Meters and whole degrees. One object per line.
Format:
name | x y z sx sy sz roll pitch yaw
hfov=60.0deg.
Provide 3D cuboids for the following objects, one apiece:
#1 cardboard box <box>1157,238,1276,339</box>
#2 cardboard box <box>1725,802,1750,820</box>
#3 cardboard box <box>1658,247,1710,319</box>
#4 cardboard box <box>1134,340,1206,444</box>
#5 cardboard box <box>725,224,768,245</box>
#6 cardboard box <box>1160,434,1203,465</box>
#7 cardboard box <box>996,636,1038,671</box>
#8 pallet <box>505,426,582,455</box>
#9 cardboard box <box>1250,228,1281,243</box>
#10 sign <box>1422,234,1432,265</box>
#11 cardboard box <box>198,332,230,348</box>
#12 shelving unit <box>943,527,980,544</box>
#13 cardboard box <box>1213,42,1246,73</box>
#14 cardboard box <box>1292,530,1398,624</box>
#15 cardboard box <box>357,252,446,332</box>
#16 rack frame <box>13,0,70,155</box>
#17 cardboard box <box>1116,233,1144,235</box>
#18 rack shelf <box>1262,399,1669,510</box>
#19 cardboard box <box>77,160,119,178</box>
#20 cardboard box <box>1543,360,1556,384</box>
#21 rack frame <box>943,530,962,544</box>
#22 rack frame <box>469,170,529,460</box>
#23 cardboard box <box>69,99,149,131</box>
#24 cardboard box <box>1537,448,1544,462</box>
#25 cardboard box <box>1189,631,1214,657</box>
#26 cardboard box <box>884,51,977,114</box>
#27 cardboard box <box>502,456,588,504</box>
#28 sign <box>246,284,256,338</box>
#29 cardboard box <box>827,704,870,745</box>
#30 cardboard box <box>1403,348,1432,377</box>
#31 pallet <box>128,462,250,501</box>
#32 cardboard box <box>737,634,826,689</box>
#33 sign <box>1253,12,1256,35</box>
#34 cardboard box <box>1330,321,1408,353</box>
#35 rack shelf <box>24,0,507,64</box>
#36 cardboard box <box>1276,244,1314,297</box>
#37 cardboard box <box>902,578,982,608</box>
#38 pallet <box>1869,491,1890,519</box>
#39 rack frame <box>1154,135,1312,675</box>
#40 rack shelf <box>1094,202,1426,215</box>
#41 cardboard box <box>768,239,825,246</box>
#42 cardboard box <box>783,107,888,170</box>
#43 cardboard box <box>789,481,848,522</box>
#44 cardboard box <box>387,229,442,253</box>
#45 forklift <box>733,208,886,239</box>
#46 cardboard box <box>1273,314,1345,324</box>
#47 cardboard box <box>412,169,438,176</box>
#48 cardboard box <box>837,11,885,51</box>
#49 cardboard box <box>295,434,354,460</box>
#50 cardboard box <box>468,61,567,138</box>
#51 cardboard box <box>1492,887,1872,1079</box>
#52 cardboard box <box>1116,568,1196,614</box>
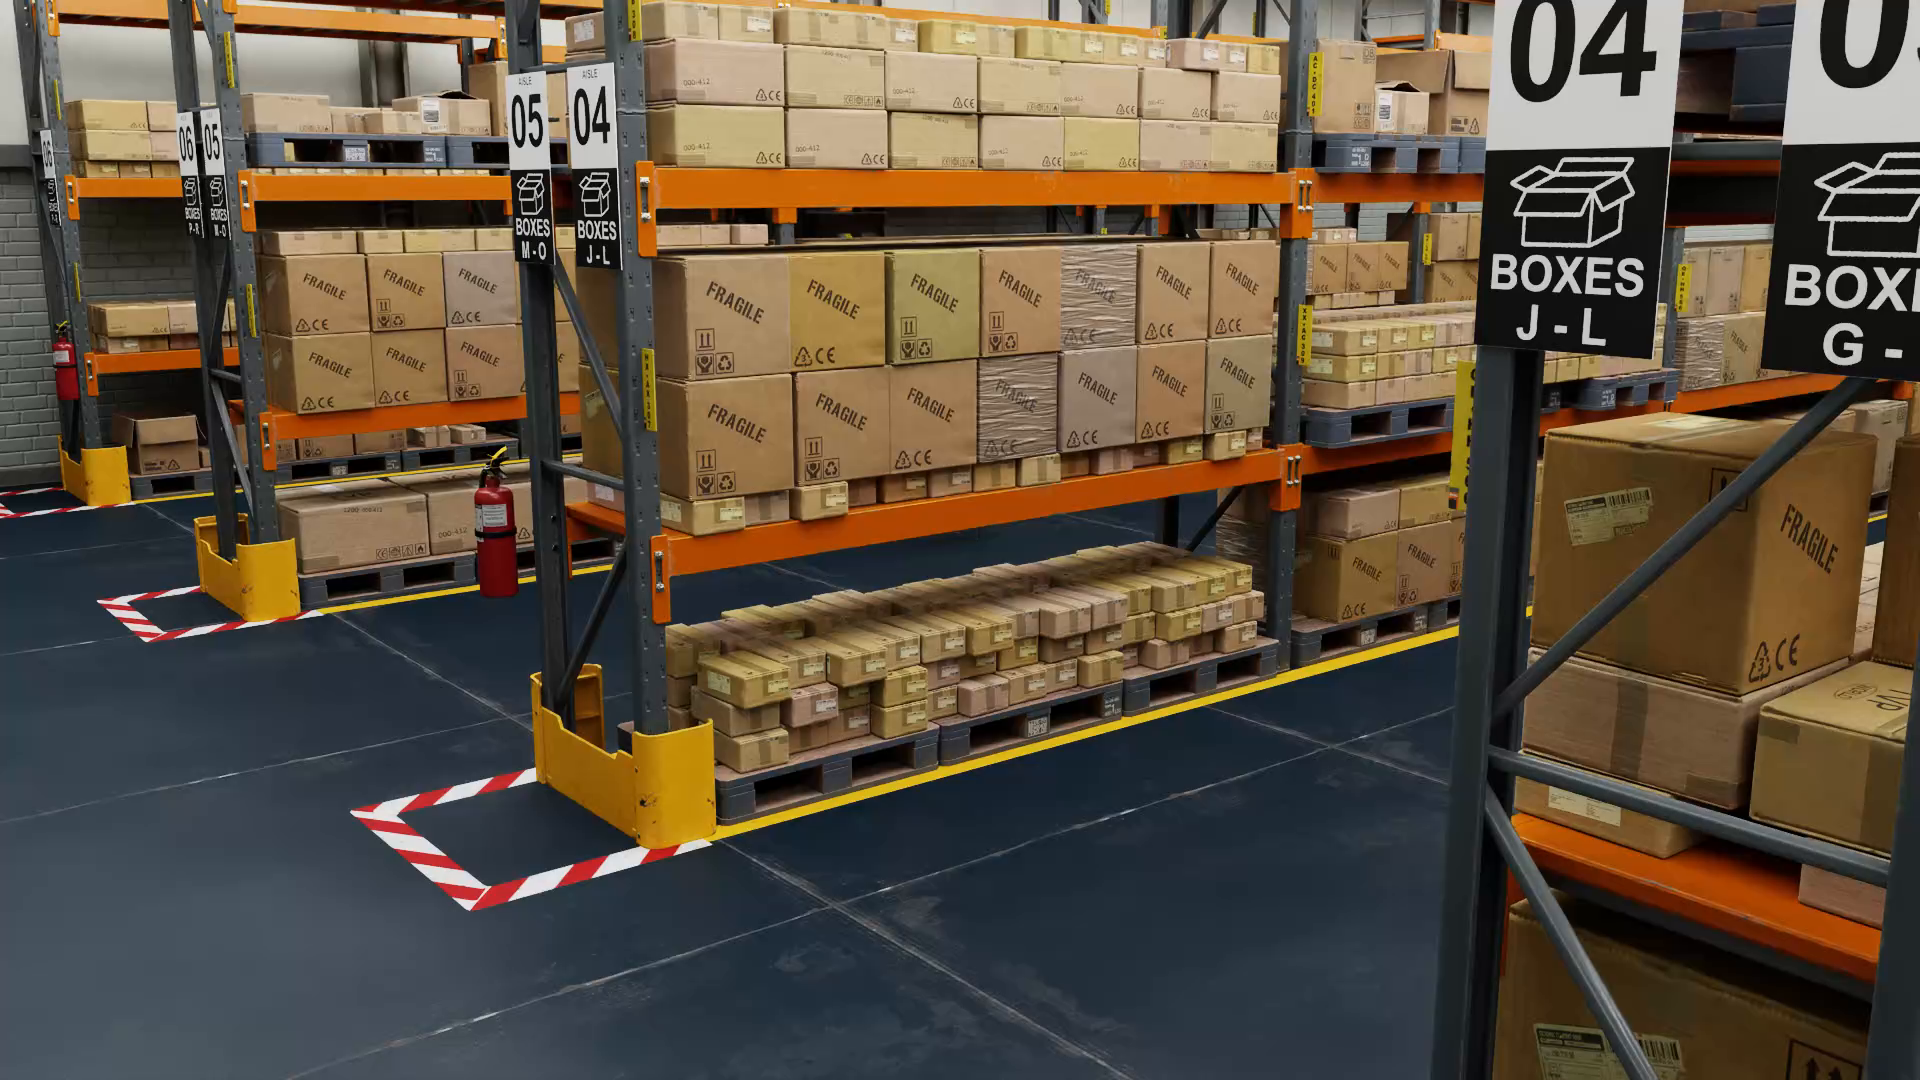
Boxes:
cardboard box | 1.340 -1.363 8.964 0.500 0.500 0.500 -10 16 -40
cardboard box | 1.709 0.541 3.964 0.250 0.149 0.380 -9 15 -37
cardboard box | 5.019 -1.898 12.200 0.500 0.500 0.700 -10 15 -38
cardboard box | 0.931 -0.803 8.734 0.500 0.500 0.500 -10 16 -39
cardboard box | -1.674 -2.338 12.709 0.250 0.149 0.380 -10 15 -39
cardboard box | 1.083 -0.511 8.918 0.250 0.149 0.380 -9 15 -35
cardboard box | 0.189 0.538 8.509 0.250 0.149 0.380 -9 15 -35
pallet | -4.125 -1.127 17.927 1.213 0.211 1.003 -9 15 -38
cardboard box | 3.242 -3.168 17.299 0.250 0.149 0.380 -8 15 -35
sign | 4.964 -3.089 17.669 0.005 0.325 0.100 -9 15 -38
cardboard box | -6.843 -1.838 15.170 0.250 0.149 0.380 -9 15 -36
shelving unit | 0.011 -0.589 13.013 0.189 1.200 0.258 -9 15 -38
cardboard box | 1.265 -2.497 8.644 0.250 0.149 0.380 -9 15 -36
cardboard box | 2.281 0.180 10.068 0.500 0.500 0.500 -9 15 -35
cardboard box | -3.804 -1.678 11.161 0.500 0.500 0.500 -10 16 -39
rack frame | -7.860 -4.795 14.044 0.127 3.000 1.000 -9 15 -38
cardboard box | 2.362 -4.155 22.955 0.250 0.149 0.380 -10 15 -39
rack shelf | 3.100 -0.692 10.900 4.000 0.370 1.077 -9 15 -38
cardboard box | -7.466 -3.208 14.399 0.250 0.149 0.380 -9 15 -36
cardboard box | 3.559 -1.082 10.598 0.250 0.149 0.380 -9 15 -36
rack frame | -0.060 -0.577 12.957 0.006 1.200 0.240 -9 15 -38
rack frame | -4.736 -2.379 17.111 0.127 3.000 1.000 -9 15 -38
cardboard box | -7.357 -3.661 14.368 0.500 0.250 0.500 -10 15 -38
cardboard box | 3.904 -0.455 11.250 0.500 0.250 0.500 -9 15 -37
cardboard box | 1.190 0.531 9.261 0.250 0.149 0.380 -9 15 -36
cardboard box | -0.271 -2.051 7.500 0.500 0.250 0.500 -9 15 -37
cardboard box | -2.889 -0.346 12.696 0.875 0.438 0.875 -10 16 -39
sign | -4.414 -1.427 10.352 0.005 0.325 0.100 -9 15 -38
cardboard box | -0.633 0.827 7.866 0.250 0.149 0.380 -9 15 -37
cardboard box | 2.536 -1.057 9.762 0.250 0.149 0.380 -9 15 -36
pallet | -7.179 -0.609 15.491 1.213 0.211 1.003 -9 15 -38
cardboard box | -0.823 0.564 7.670 0.250 0.149 0.380 -9 15 -37
sign | 4.292 -7.496 24.136 0.005 0.325 0.100 -9 15 -38
cardboard box | 2.347 -1.172 9.588 0.250 0.149 0.380 -9 15 -36
rack shelf | -6.298 -4.701 15.341 4.000 0.370 1.077 -9 15 -38
cardboard box | 3.195 -2.717 16.733 0.500 0.500 0.500 -10 16 -40
cardboard box | -0.096 0.323 8.806 0.250 0.149 0.380 -9 15 -37
pallet | 7.230 -0.346 14.252 1.213 0.211 1.003 -9 15 -38
rack frame | 1.539 -0.785 9.603 0.127 3.000 1.000 -9 15 -38
rack shelf | 3.052 -3.468 16.752 4.000 0.370 1.077 -9 15 -38
cardboard box | -1.441 -2.211 13.673 0.500 0.500 0.500 -9 15 -36
cardboard box | -0.661 -1.744 7.260 0.500 0.250 0.500 -9 15 -36
cardboard box | -0.711 -0.198 7.443 0.250 0.149 0.380 -10 16 -39
cardboard box | -3.677 -2.010 11.162 0.250 0.149 0.380 -10 16 -39
forklift | -1.360 -2.027 15.619 3.031 2.935 1.130 -9 15 -38
cardboard box | 2.142 -1.310 10.239 0.250 0.149 0.380 -10 16 -39
cardboard box | -5.241 -3.564 16.076 0.250 0.149 0.380 -9 15 -36
cardboard box | -0.532 -2.189 7.194 0.250 0.149 0.380 -9 15 -37
cardboard box | -6.156 -1.064 15.924 0.500 0.500 0.500 -9 15 -37
cardboard box | -3.088 -3.063 11.619 0.500 0.500 0.500 -9 15 -37
cardboard box | 1.884 1.290 3.938 0.875 0.875 0.875 -9 15 -38
cardboard box | 1.059 0.275 9.034 0.250 0.149 0.380 -10 15 -38
